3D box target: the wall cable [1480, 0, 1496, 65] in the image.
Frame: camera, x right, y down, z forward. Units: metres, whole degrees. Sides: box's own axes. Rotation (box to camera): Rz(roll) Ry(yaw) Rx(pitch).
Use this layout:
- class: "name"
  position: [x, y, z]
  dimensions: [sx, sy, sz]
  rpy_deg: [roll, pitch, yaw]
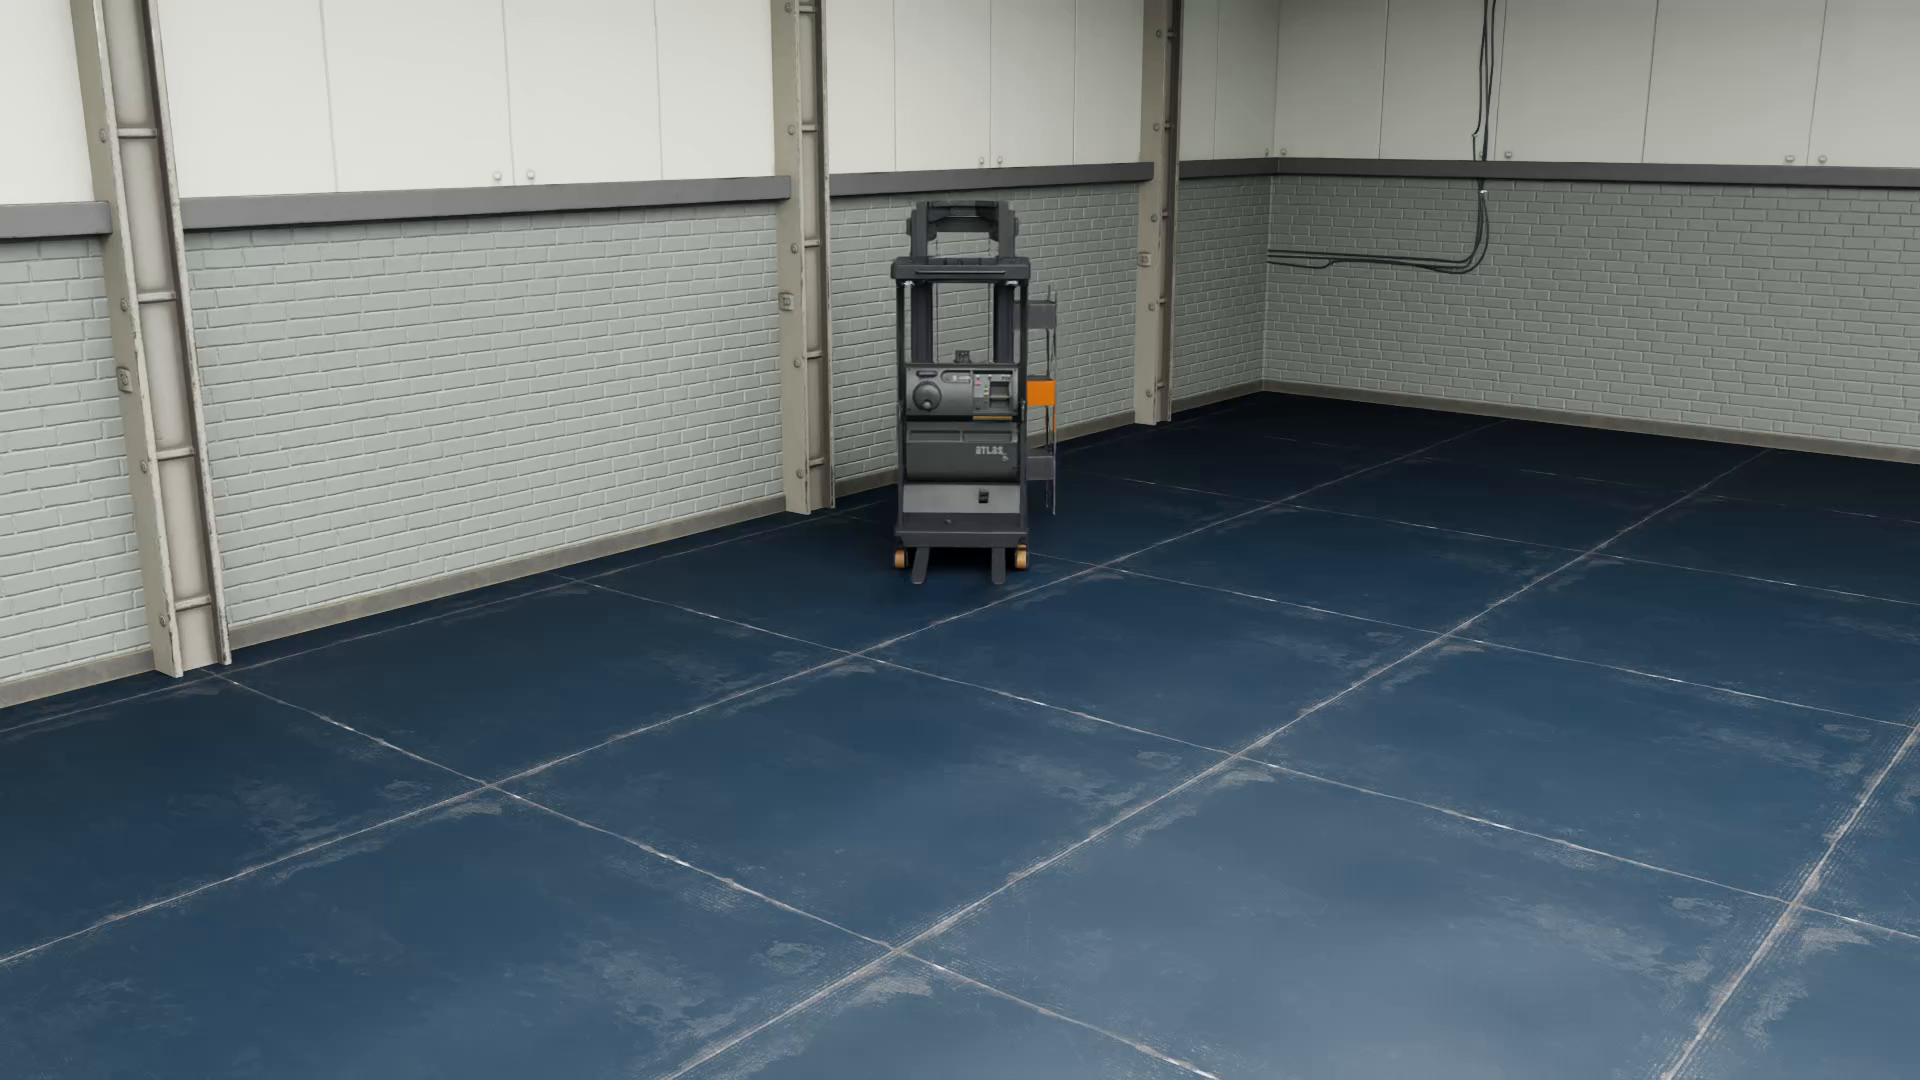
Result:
- class: "wall cable"
  position: [7.329, -6.691, 18.735]
  dimensions: [3.097, 2.526, 0.112]
  rpy_deg: [11, 18, 38]

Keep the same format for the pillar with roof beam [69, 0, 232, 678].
- class: "pillar with roof beam"
  position: [-1.849, -2.843, 7.539]
  dimensions: [9.100, 9.000, 0.400]
  rpy_deg: [11, 18, 38]

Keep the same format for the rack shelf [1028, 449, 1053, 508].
- class: "rack shelf"
  position: [0.596, -0.595, 15.600]
  dimensions: [0.480, 0.518, 0.431]
  rpy_deg: [-2, 14, -6]

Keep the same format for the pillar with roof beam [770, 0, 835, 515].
- class: "pillar with roof beam"
  position: [1.922, -3.992, 12.062]
  dimensions: [9.100, 9.000, 0.400]
  rpy_deg: [11, 18, 38]

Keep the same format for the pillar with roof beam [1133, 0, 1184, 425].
- class: "pillar with roof beam"
  position: [5.693, -5.141, 16.585]
  dimensions: [9.100, 9.000, 0.400]
  rpy_deg: [11, 18, 38]

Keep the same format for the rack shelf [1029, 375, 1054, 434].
- class: "rack shelf"
  position: [0.596, -1.274, 15.427]
  dimensions: [0.480, 0.518, 0.431]
  rpy_deg: [-2, 14, -6]

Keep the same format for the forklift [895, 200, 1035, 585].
- class: "forklift"
  position: [0.036, -1.251, 13.594]
  dimensions: [1.130, 2.935, 3.031]
  rpy_deg: [0, 14, -1]

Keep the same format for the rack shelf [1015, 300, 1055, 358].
- class: "rack shelf"
  position: [0.596, -1.952, 15.255]
  dimensions: [0.480, 0.518, 0.431]
  rpy_deg: [-2, 14, -6]

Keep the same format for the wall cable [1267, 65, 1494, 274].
- class: "wall cable"
  position: [5.224, -4.662, 21.005]
  dimensions: [3.097, 2.526, 0.112]
  rpy_deg: [11, 18, 38]

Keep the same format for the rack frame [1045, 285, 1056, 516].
- class: "rack frame"
  position: [0.838, -1.294, 15.450]
  dimensions: [0.015, 2.100, 0.400]
  rpy_deg: [-2, 14, -6]

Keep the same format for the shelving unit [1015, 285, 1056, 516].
- class: "shelving unit"
  position: [0.596, -1.287, 15.424]
  dimensions: [0.503, 2.100, 0.431]
  rpy_deg: [-2, 14, -6]
